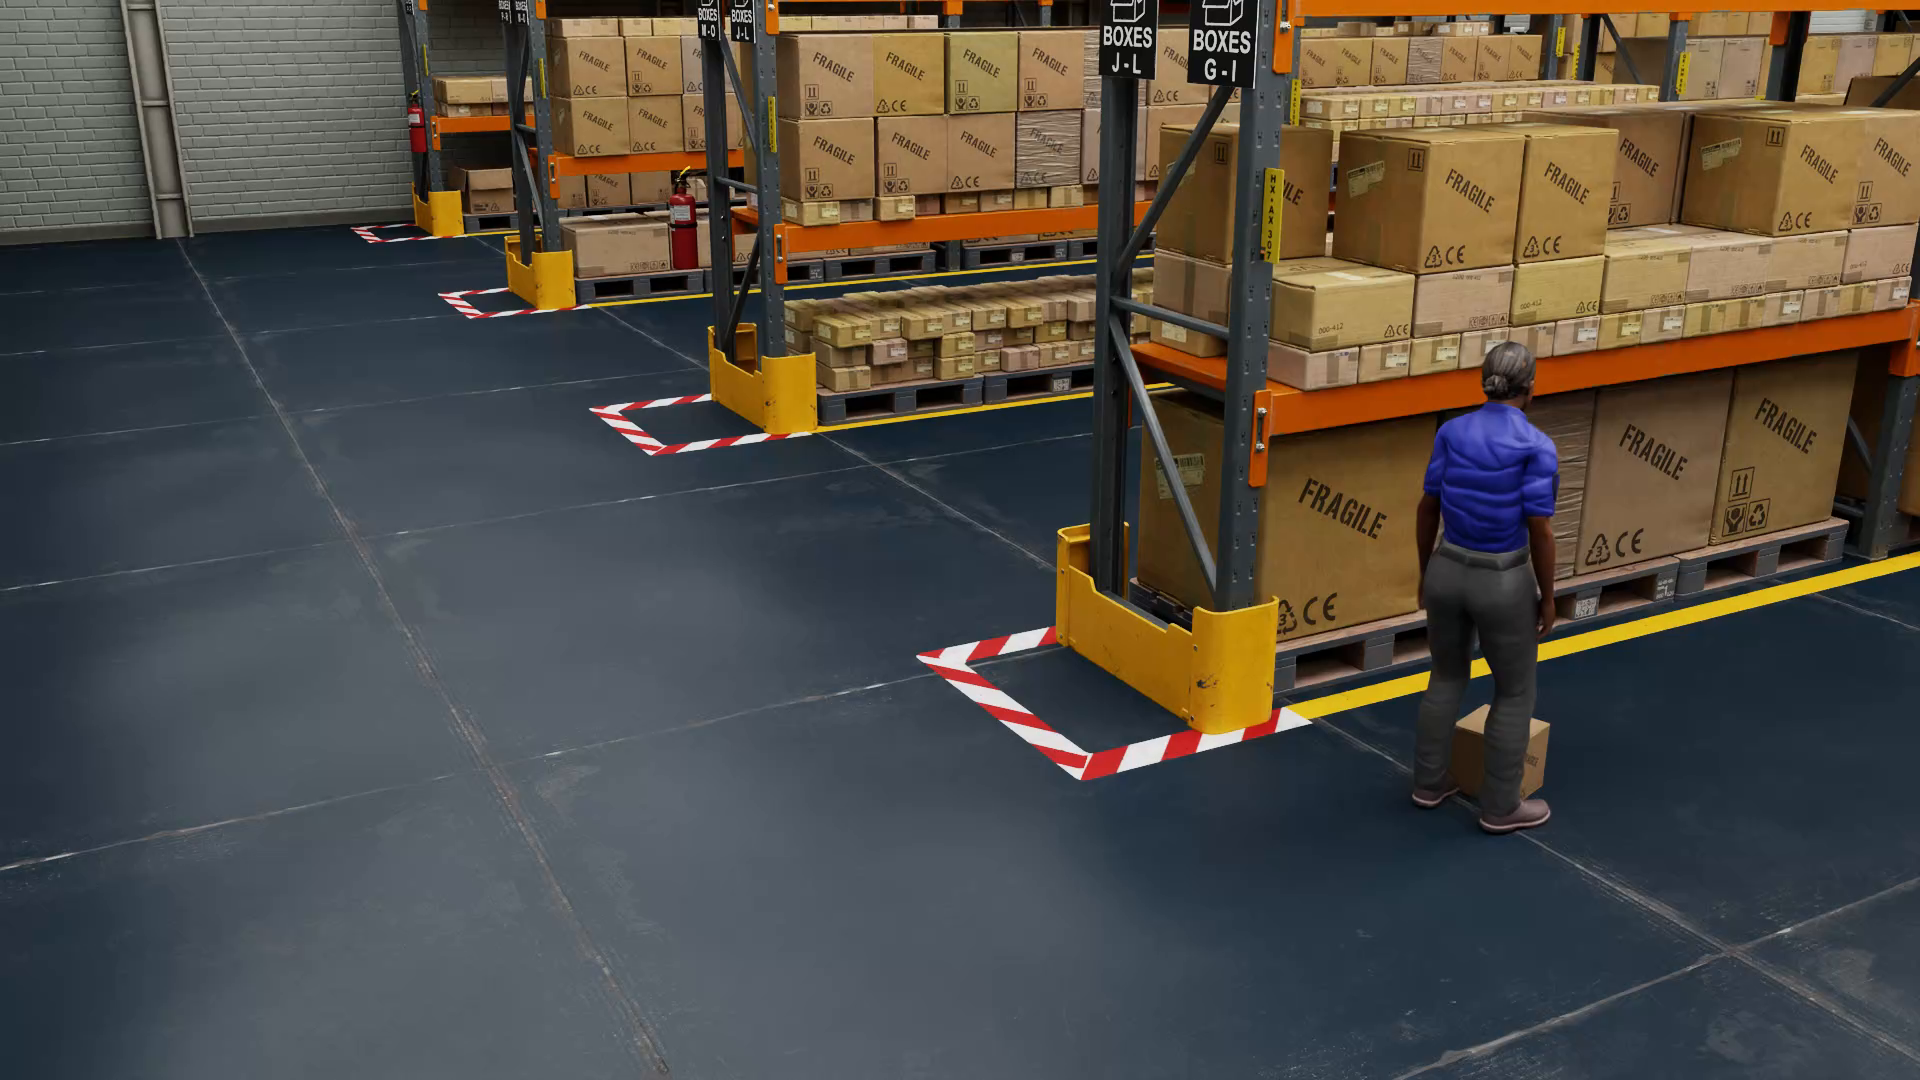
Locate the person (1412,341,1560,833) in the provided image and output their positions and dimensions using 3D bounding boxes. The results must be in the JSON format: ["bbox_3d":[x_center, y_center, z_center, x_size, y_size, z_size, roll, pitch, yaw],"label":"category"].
[{"bbox_3d":[1.775,0.161,5.591,0.349,1.653,0.520,-18,25,-42],"label":"person"}]
